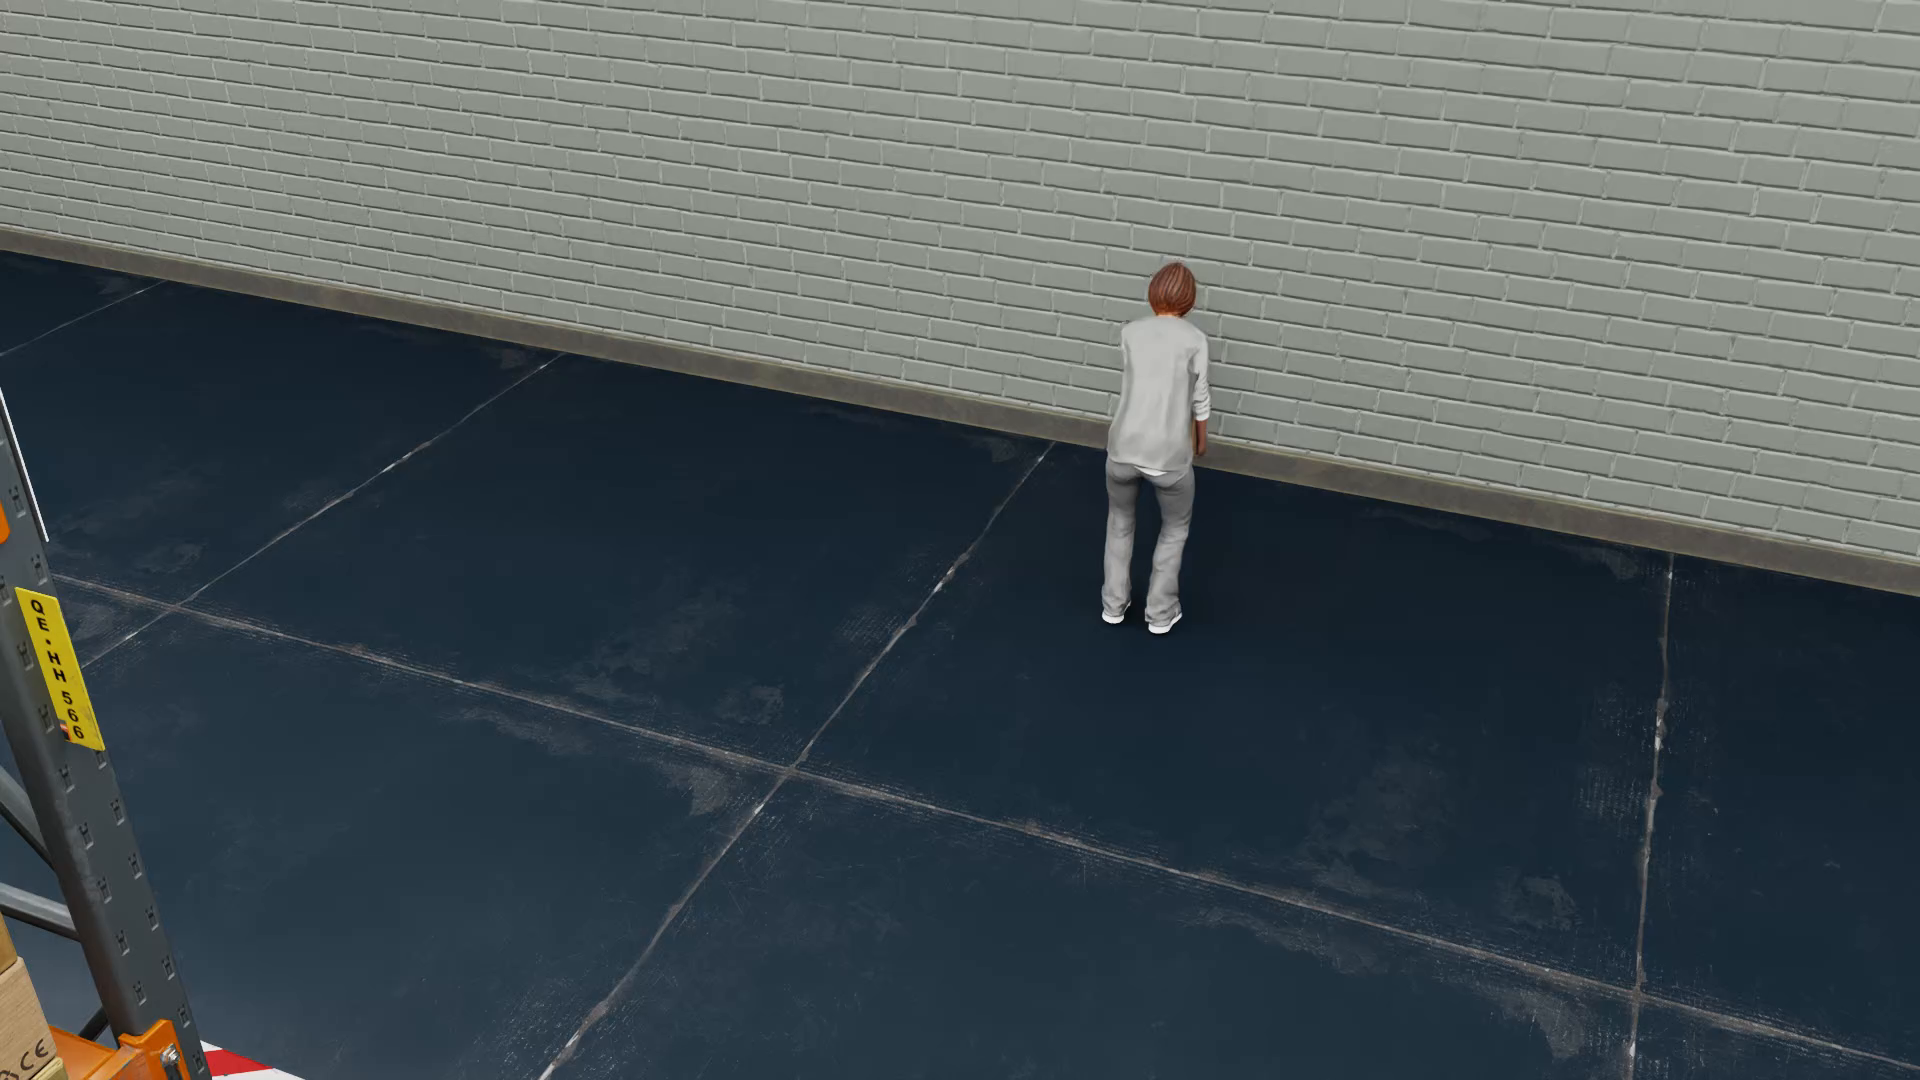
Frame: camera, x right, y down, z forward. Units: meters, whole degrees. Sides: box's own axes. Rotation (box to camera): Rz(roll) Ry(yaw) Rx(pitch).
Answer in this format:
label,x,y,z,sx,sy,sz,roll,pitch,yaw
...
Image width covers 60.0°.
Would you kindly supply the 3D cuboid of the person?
label,x,y,z,sx,sy,sz,roll,pitch,yaw
person,0.805,-0.650,6.677,0.370,0.836,0.560,11,32,18
